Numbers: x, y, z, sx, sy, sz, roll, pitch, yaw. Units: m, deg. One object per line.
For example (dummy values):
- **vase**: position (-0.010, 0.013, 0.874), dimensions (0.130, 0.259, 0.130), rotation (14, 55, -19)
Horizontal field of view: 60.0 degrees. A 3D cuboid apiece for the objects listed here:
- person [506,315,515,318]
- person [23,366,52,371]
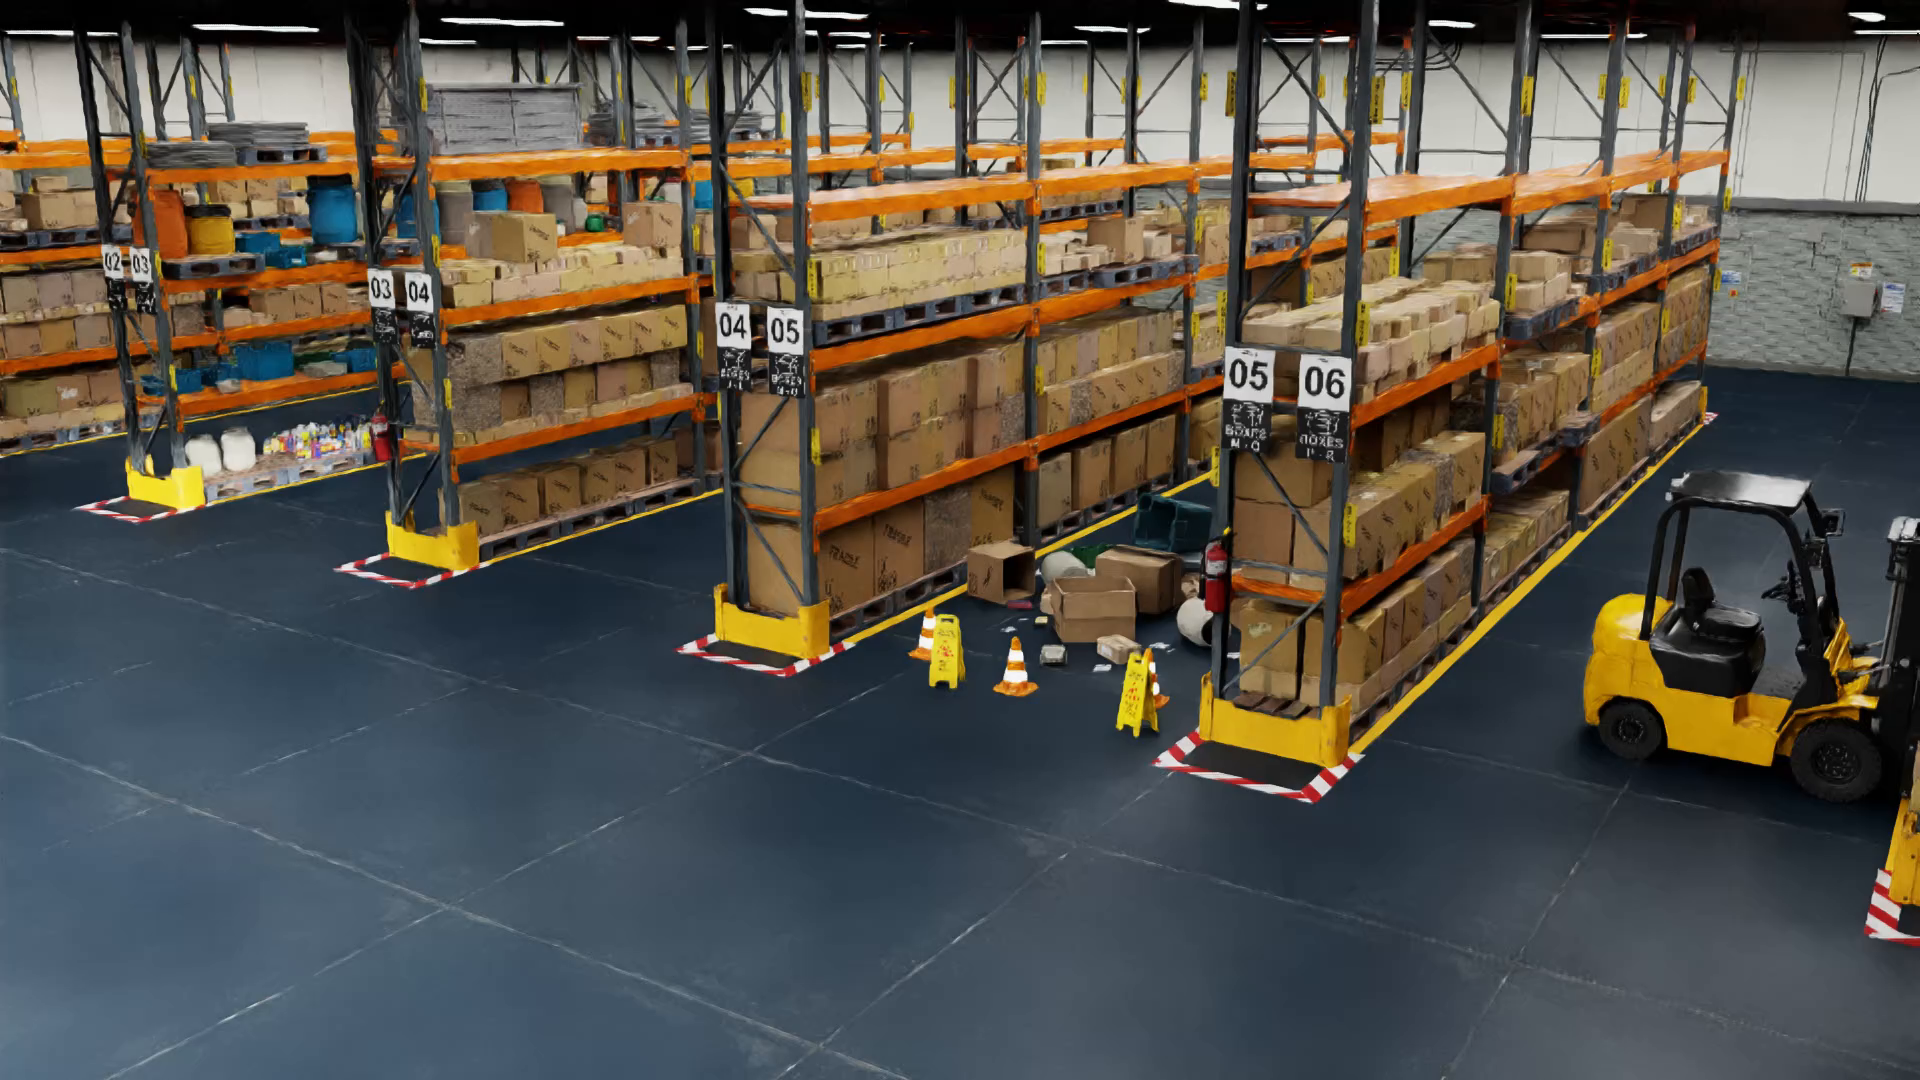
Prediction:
- **person**: position (-6.518, -2.428, 24.530), dimensions (0.398, 1.793, 0.659), rotation (3, 16, 12)
- **person**: position (-14.506, -2.795, 26.153), dimensions (0.553, 1.673, 1.030), rotation (9, 18, 30)
